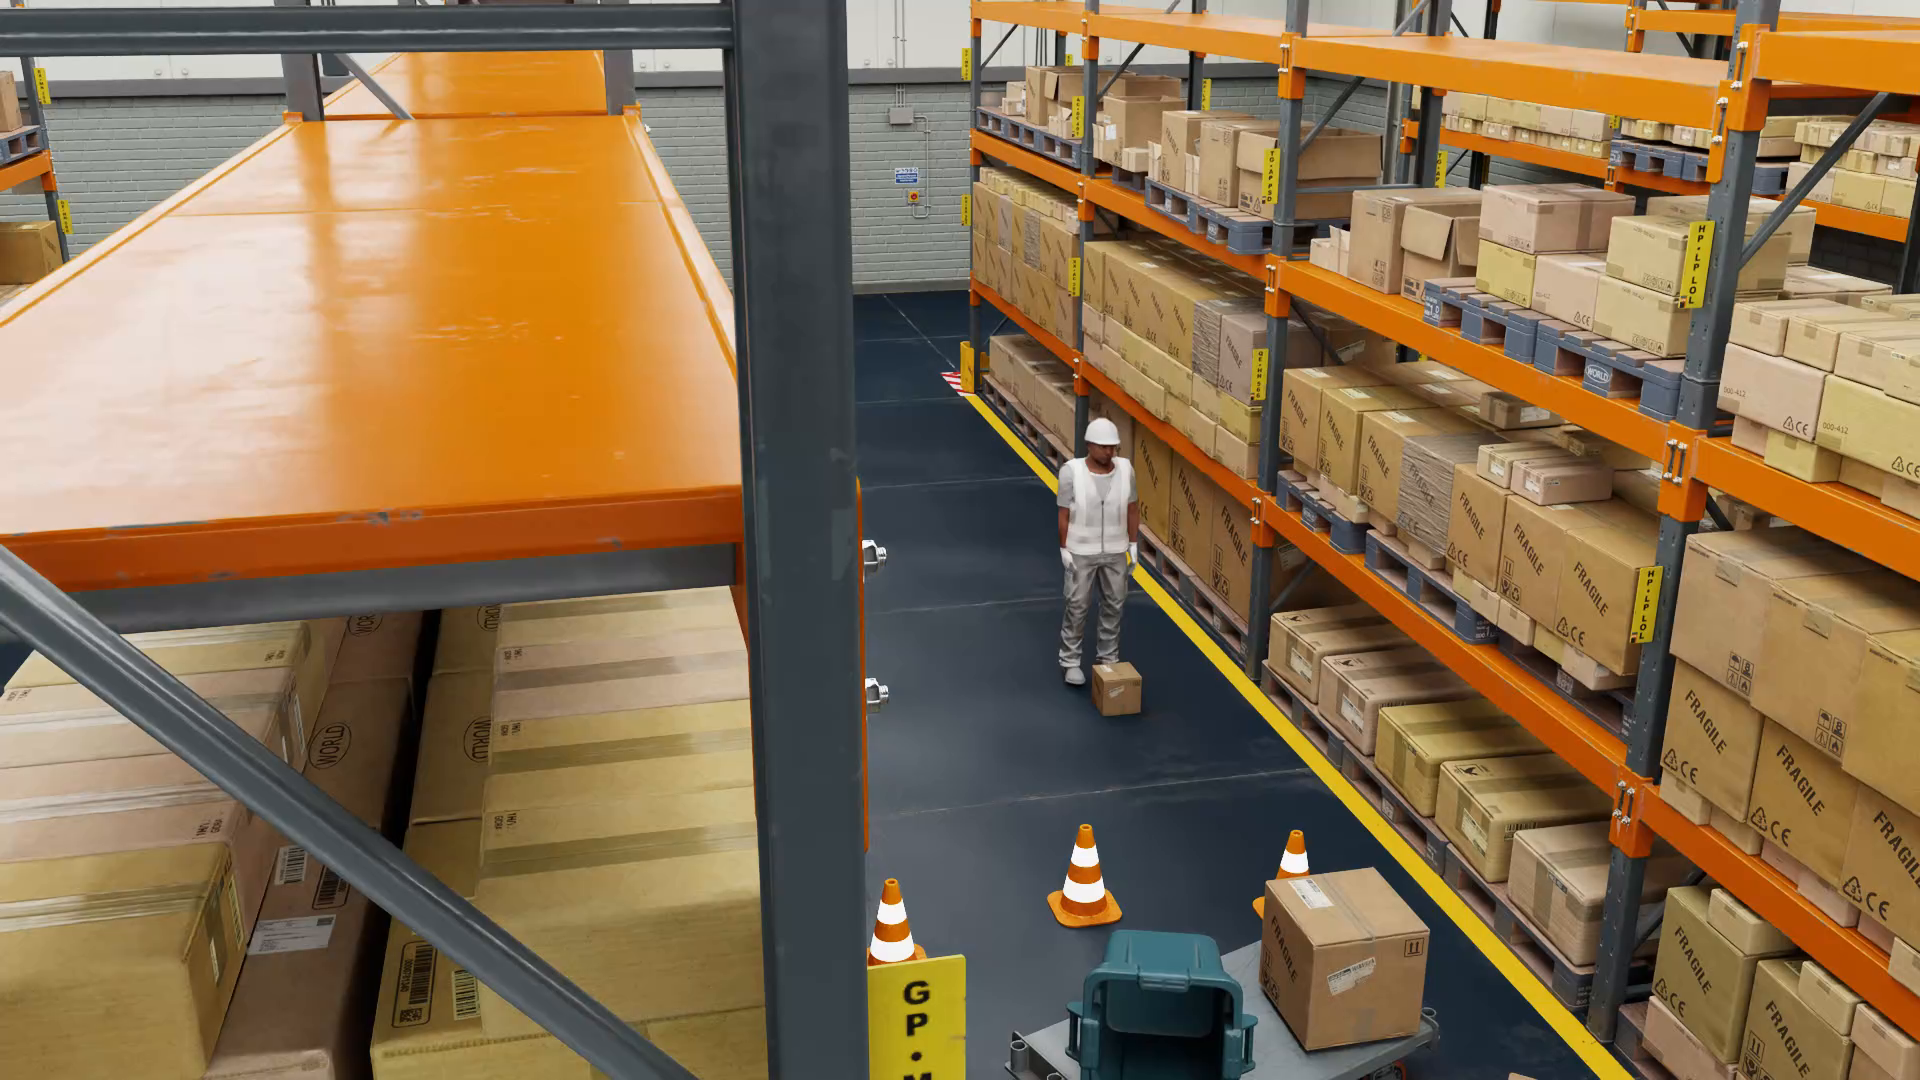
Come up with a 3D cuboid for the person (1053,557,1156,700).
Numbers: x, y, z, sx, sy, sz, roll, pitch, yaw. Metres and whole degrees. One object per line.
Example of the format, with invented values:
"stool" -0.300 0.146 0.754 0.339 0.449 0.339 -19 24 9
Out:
"person" 0.946 0.505 10.862 0.575 0.953 0.915 -5 20 -13
